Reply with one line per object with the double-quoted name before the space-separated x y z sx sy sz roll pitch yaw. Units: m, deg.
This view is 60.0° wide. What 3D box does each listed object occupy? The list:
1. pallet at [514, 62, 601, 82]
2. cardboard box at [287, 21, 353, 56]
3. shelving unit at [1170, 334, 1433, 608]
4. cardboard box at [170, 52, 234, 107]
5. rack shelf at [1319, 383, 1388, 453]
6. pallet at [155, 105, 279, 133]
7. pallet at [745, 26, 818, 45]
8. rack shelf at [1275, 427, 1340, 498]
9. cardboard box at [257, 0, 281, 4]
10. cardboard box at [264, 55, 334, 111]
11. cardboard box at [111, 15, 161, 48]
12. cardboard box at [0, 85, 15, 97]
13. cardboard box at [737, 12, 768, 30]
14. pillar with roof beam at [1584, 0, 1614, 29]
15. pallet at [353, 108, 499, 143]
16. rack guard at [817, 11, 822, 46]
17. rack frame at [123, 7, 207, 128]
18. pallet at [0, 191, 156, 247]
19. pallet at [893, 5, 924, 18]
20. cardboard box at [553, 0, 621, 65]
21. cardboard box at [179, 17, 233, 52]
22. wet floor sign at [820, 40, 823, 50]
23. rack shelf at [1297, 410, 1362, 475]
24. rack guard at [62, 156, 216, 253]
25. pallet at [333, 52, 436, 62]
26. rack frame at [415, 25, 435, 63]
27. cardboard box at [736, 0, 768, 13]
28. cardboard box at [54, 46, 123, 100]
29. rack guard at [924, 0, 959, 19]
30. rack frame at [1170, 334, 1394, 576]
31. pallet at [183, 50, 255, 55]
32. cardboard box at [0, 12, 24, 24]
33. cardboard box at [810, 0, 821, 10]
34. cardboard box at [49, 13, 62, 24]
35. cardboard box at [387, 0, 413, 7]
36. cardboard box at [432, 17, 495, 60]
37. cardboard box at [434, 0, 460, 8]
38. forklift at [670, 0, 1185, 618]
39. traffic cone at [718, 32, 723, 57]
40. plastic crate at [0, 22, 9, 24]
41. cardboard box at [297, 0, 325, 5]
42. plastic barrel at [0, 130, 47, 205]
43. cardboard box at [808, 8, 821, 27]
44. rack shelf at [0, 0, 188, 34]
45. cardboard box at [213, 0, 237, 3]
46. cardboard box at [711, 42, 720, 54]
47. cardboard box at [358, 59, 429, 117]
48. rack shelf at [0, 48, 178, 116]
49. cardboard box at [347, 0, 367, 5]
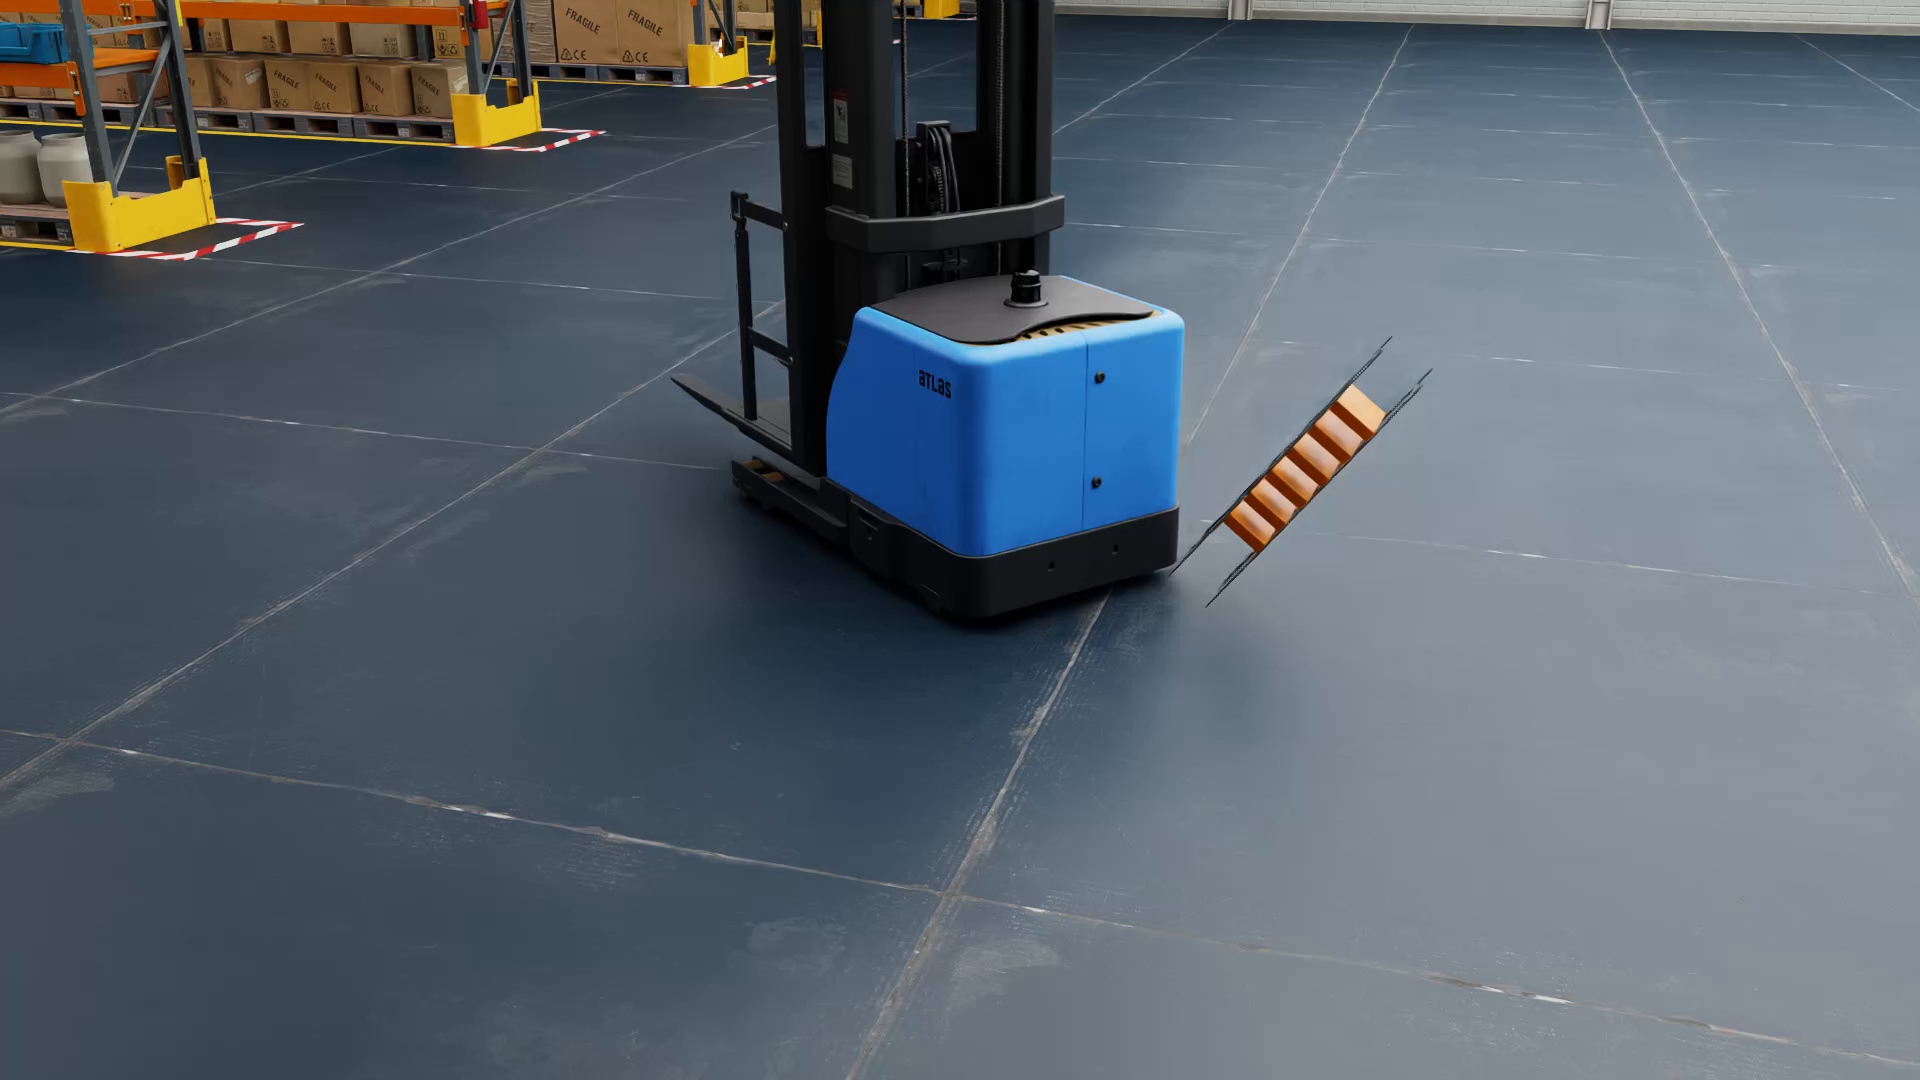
"pallet" -5.070 -6.204 21.840 1.213 0.211 1.003 7 23 15
"cardboard box" -8.490 -7.035 22.603 0.750 0.750 1.050 7 23 15
"shelving unit" 1.246 -0.239 6.151 0.189 1.200 0.258 42 31 4
"cardboard box" -8.106 -4.927 17.794 0.500 0.500 0.500 6 23 14
"rack shelf" 1.418 -0.447 5.987 0.180 0.103 0.258 42 31 4
"pallet" -7.824 -4.597 17.923 1.213 0.211 1.003 7 23 16
"pallet" -2.625 -7.930 26.048 1.213 0.211 1.003 7 23 16
"rack shelf" 1.287 -0.289 6.112 0.180 0.103 0.258 42 31 4
"cardboard box" -6.918 -5.539 16.876 0.250 0.149 0.380 7 23 16
"cardboard box" -6.938 -4.828 17.551 0.500 0.500 0.500 4 23 11
"cardboard box" -11.483 -7.192 23.316 0.500 0.500 0.500 6 23 15
"cardboard box" -10.580 -5.252 18.558 0.500 0.500 0.700 9 24 20
"cardboard box" -3.130 -8.083 25.816 0.500 0.250 0.500 7 23 16
"pillar with roof beam" 9.484 -11.214 22.474 0.400 9.000 9.100 7 23 16
"pallet" -5.488 -4.330 17.271 1.213 0.211 1.003 7 23 16
"rack guard" -1.858 -7.962 25.745 0.348 0.500 1.175 7 23 16
"rack frame" -8.477 -5.948 17.542 0.127 3.000 1.000 7 23 16
"pallet" -6.941 -2.502 12.815 1.213 0.211 1.003 7 23 16
"pallet" -1.099 -9.692 30.345 1.213 0.211 1.003 7 23 16
"cardboard box" -4.629 -6.658 21.518 0.875 0.875 0.875 6 23 15
"cardboard box" -10.220 -7.232 23.082 0.750 0.750 1.050 6 23 15
"wet floor sign" -1.912 -7.611 24.699 0.232 0.644 0.267 16 27 34
"rack shelf" 1.352 -0.368 6.050 0.180 0.103 0.258 42 31 4
"rack guard" -6.164 -2.545 12.539 0.348 0.500 1.175 7 23 16
"pallet" -7.708 -6.506 22.577 1.213 0.211 1.003 7 23 16
"rack frame" -6.947 -7.739 21.908 0.127 3.000 1.000 7 23 16
"cardboard box" -3.128 -8.428 25.670 0.500 0.500 0.500 7 23 17
"cardboard box" -9.510 -5.129 18.260 0.500 0.500 0.700 6 23 15
"rack guard" -0.332 -9.755 30.116 0.348 0.500 1.175 7 23 16
"rack frame" 1.178 -0.300 6.157 0.006 1.200 0.240 42 31 4
"pallet" -10.044 -6.774 23.229 1.213 0.211 1.003 7 23 16
"cardboard box" -13.469 -7.419 23.868 0.500 0.500 0.500 8 24 18
"cardboard box" -2.500 -8.570 26.017 0.500 0.500 0.500 6 23 14
"cardboard box" -12.489 -7.303 23.585 0.500 0.500 0.500 5 23 13
"cardboard box" -5.473 -5.386 16.502 0.250 0.149 0.380 7 23 16
"cardboard box" -6.366 -6.856 22.001 0.875 0.875 0.875 7 23 16
"cardboard box" -4.980 -5.350 16.414 0.250 0.149 0.380 7 23 16
"forklift" -0.364 -1.576 6.974 1.130 2.935 3.031 -14 26 -30
"traffic cone" -3.216 -6.701 22.720 0.334 0.463 0.336 7 23 16
"plastic crate" -7.264 -3.661 12.161 0.408 0.251 0.499 7 23 16
"cardboard box" -6.446 -5.476 16.721 0.250 0.149 0.380 7 23 16
"plastic barrel" -7.210 -2.853 12.720 0.421 0.512 0.421 0 22 0
"cardboard box" -2.477 -8.221 26.153 0.500 0.250 0.500 6 23 15
"rack shelf" -10.392 -5.834 18.213 4.000 0.370 1.077 7 23 16
"cardboard box" -7.406 -5.583 16.983 0.250 0.149 0.380 7 23 16
"cardboard box" -3.623 -7.201 24.352 0.380 0.149 0.250 -20 29 -39
"cardboard box" -5.823 -4.675 17.178 0.500 0.500 0.500 13 26 29
"rack shelf" -7.993 -3.596 12.757 4.000 0.370 1.077 7 23 16
"cardboard box" -5.936 -5.461 16.686 0.250 0.149 0.380 7 23 16
